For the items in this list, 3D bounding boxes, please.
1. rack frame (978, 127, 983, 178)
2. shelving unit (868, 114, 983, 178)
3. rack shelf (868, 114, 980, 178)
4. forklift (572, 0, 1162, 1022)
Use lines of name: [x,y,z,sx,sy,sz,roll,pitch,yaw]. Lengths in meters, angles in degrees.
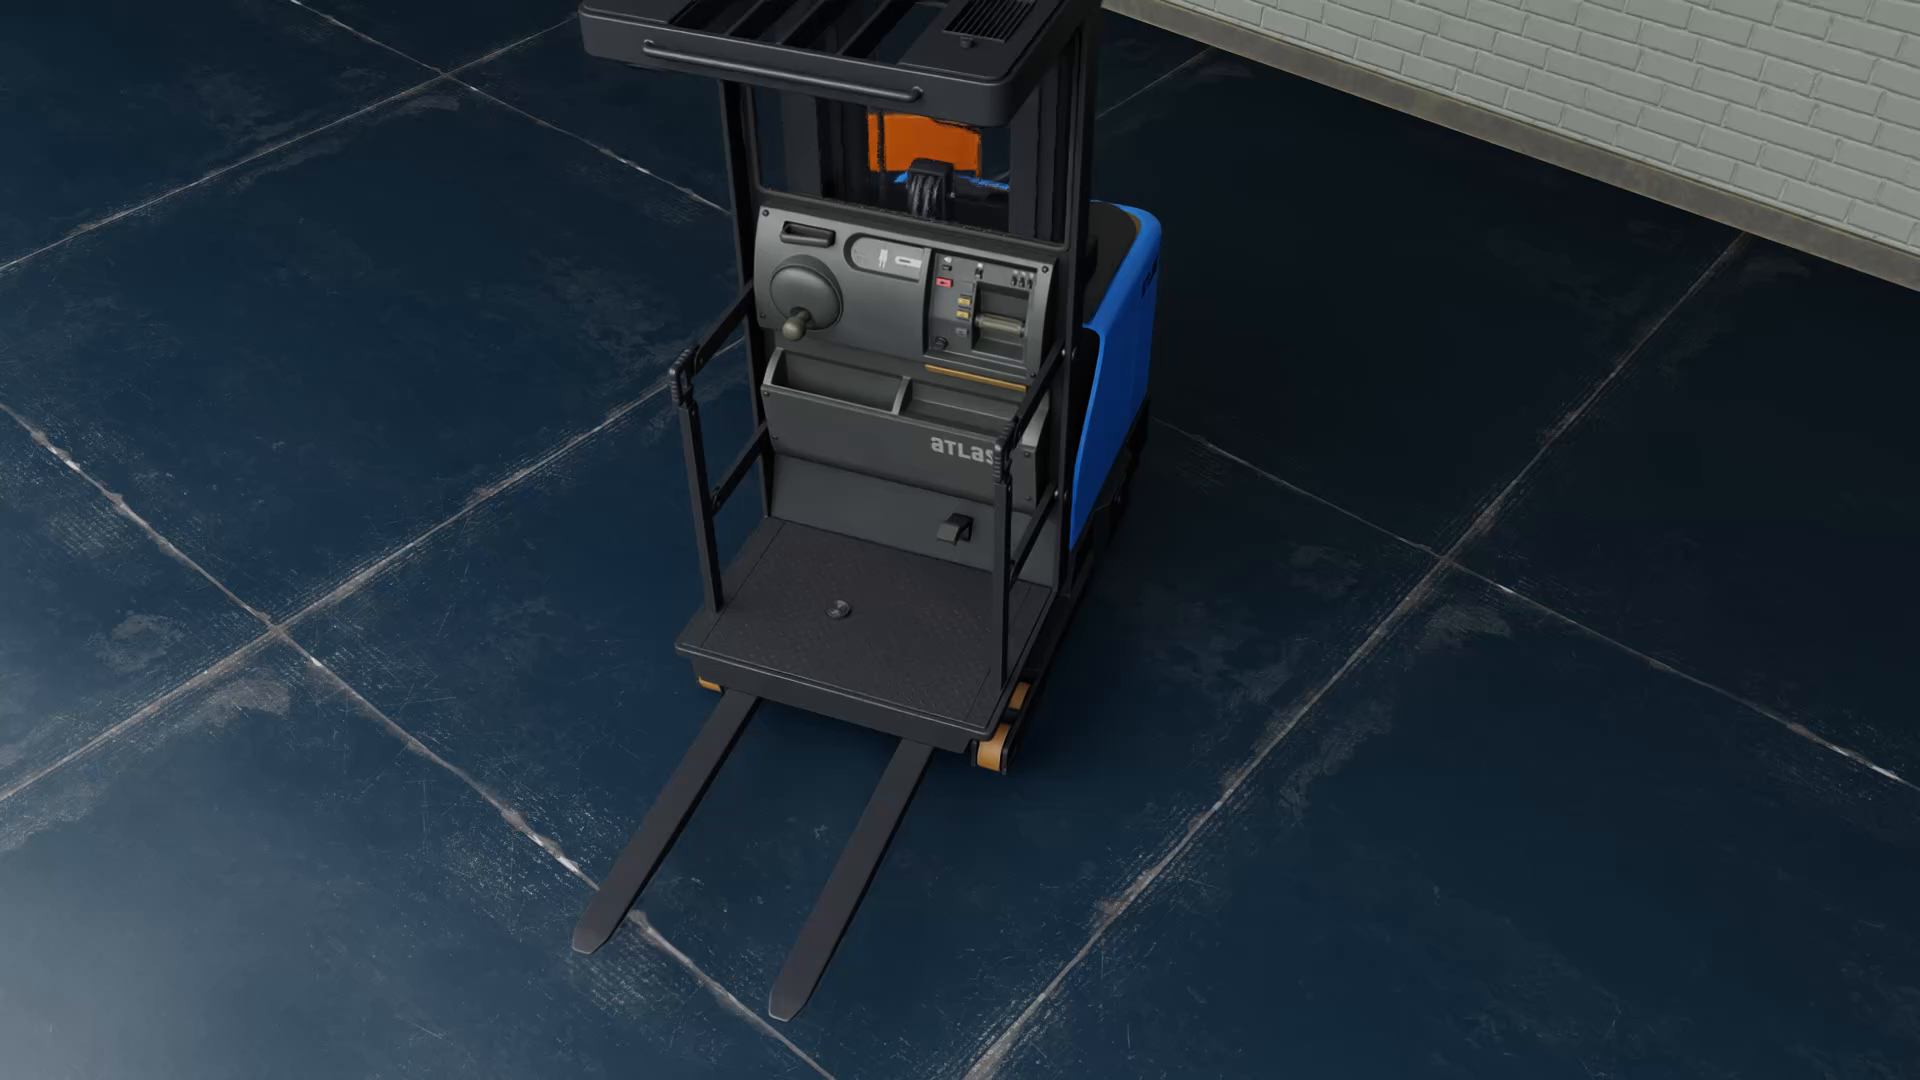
rack frame: [0.077,-1.534,6.376,0.015,2.100,0.400,0,42,0]
shelving unit: [-0.167,-1.532,6.374,0.503,2.100,0.431,0,42,0]
rack shelf: [-0.167,-1.522,6.383,0.480,0.518,0.431,0,42,0]
forklift: [-0.250,-0.651,4.787,1.130,2.935,3.031,14,44,15]
